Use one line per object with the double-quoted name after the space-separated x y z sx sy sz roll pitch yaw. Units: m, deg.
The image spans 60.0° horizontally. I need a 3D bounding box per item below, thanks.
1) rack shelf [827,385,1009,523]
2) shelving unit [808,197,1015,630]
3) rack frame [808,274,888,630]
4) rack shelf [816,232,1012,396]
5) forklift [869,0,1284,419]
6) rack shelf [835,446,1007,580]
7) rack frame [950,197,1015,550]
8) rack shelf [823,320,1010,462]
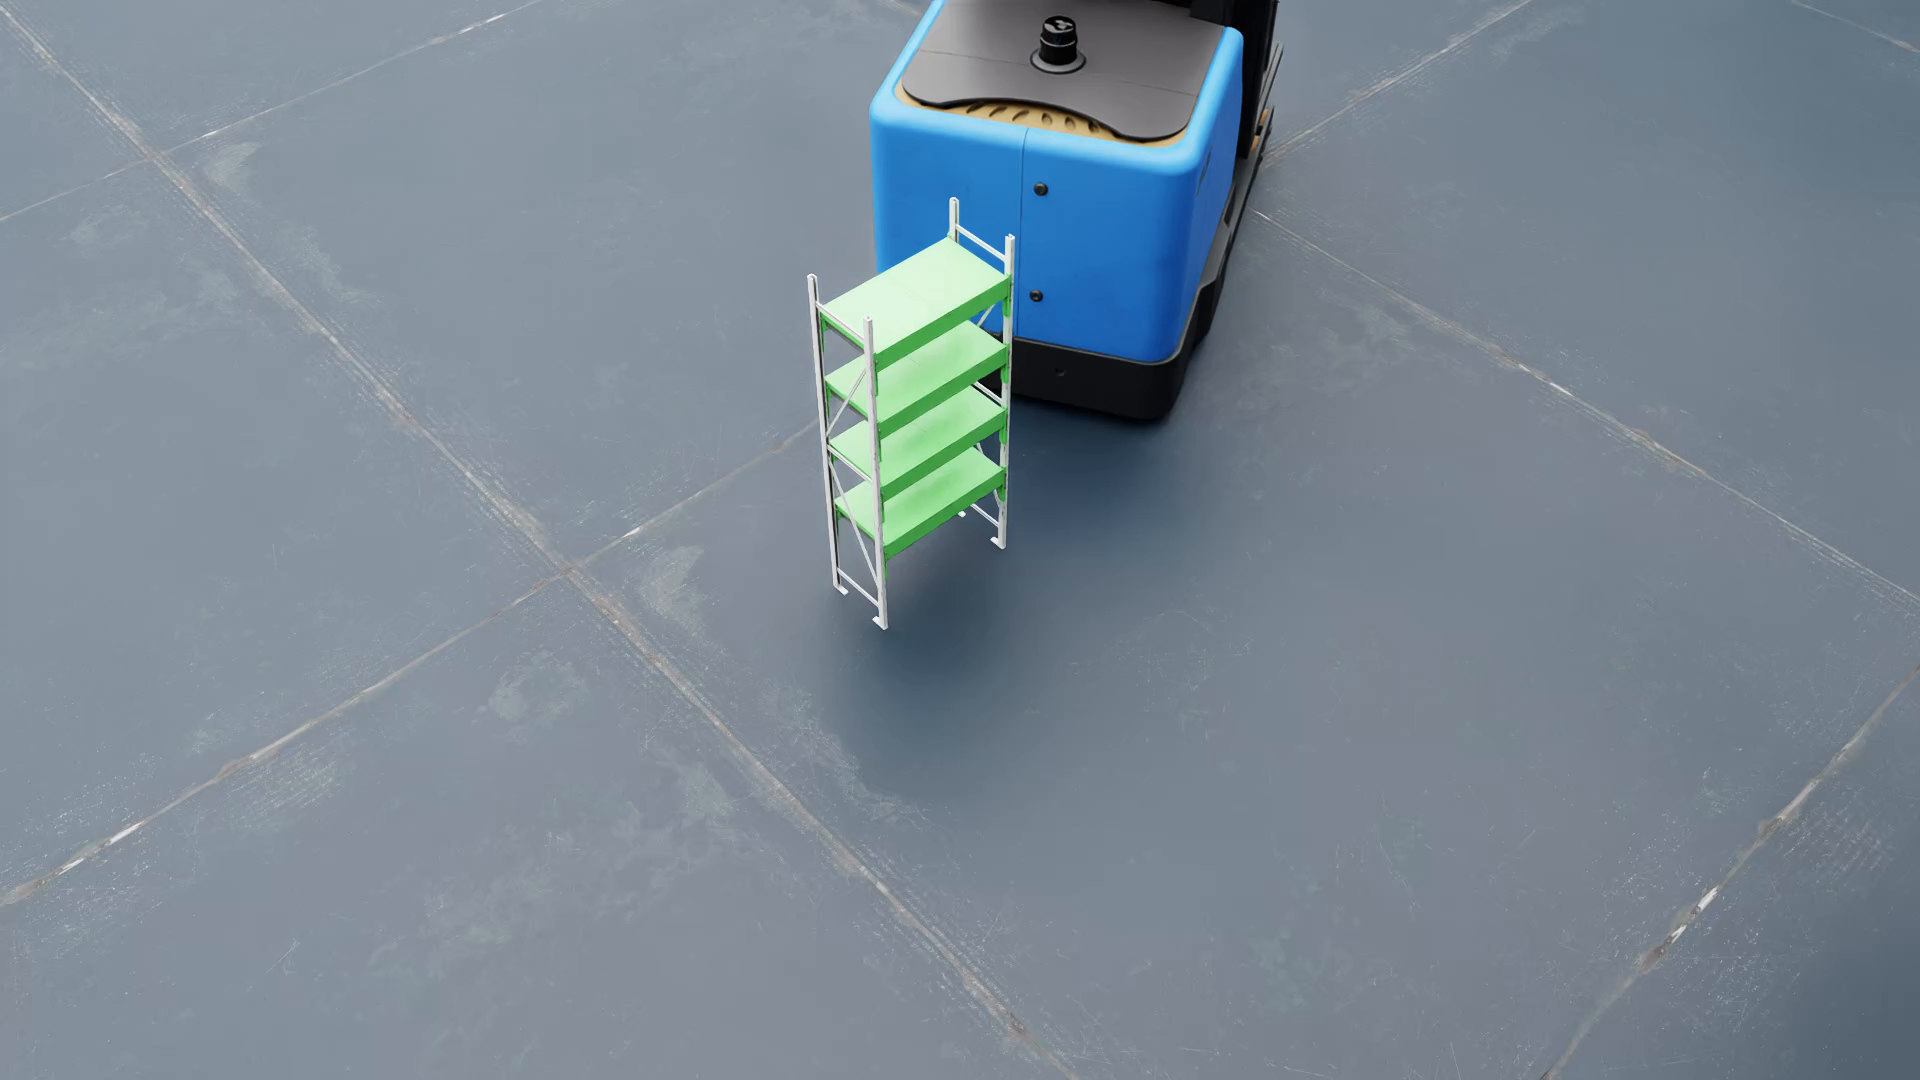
-0.122 -0.282 4.780 0.480 0.148 0.258 -34 56 -27 "rack shelf"
-0.122 -0.325 4.734 0.503 1.200 0.258 -34 56 -27 "shelving unit"
-0.303 -0.204 4.622 0.015 1.200 0.240 -34 56 -27 "rack frame"
-0.122 -0.607 4.428 0.480 0.148 0.258 -34 56 -27 "rack shelf"
0.626 -2.503 5.566 1.130 2.935 3.031 13 49 11 "forklift"
-0.122 -0.119 4.957 0.480 0.148 0.258 -34 56 -27 "rack shelf"
0.058 -0.446 4.845 0.015 1.200 0.240 -34 56 -27 "rack frame"
-0.122 -0.444 4.604 0.480 0.148 0.258 -34 56 -27 "rack shelf"
